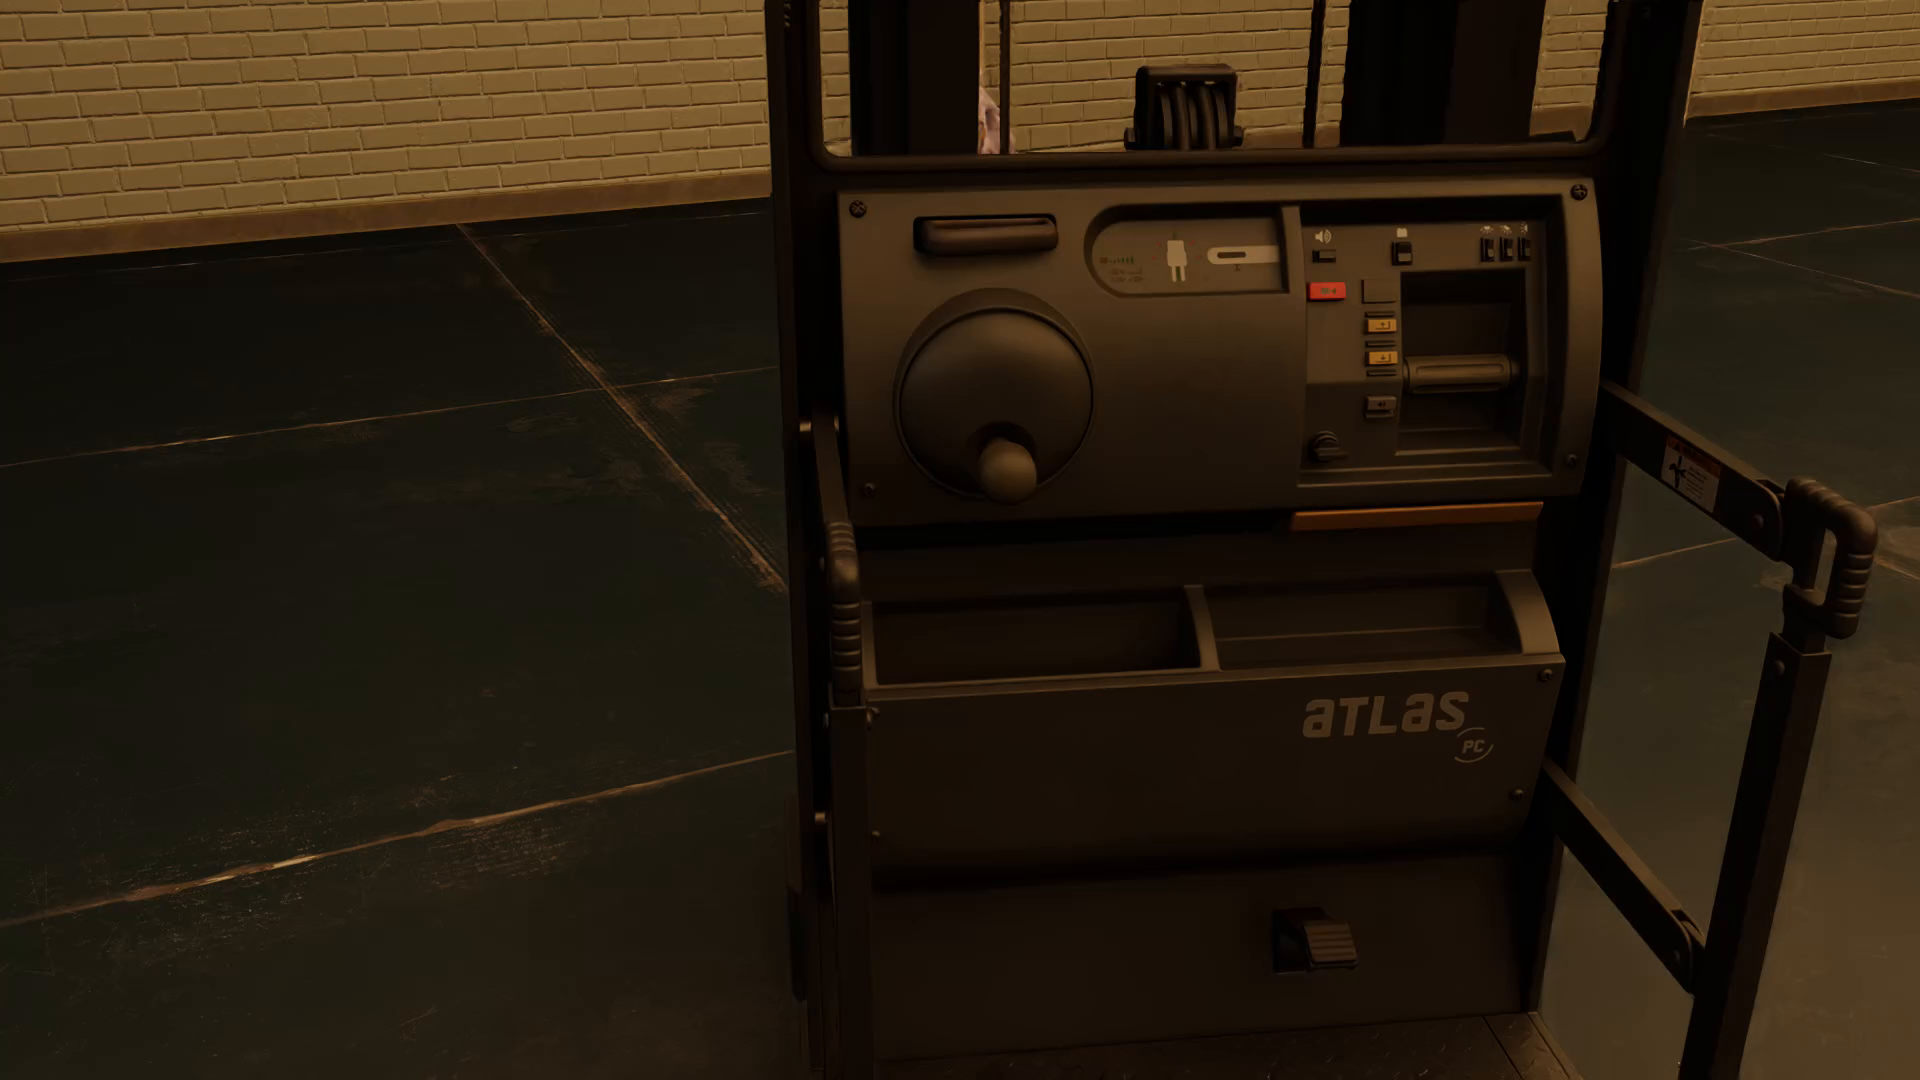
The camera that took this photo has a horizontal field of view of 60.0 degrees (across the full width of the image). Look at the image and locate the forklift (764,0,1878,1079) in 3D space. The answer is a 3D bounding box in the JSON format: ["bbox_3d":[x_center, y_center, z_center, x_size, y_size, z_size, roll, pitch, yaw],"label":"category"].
[{"bbox_3d":[0.348,-0.218,1.810,1.130,2.935,3.031,-3,23,-6],"label":"forklift"}]

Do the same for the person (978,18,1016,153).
[{"bbox_3d":[0.090,-0.774,4.804,0.503,1.650,0.599,-10,25,-23],"label":"person"}]
